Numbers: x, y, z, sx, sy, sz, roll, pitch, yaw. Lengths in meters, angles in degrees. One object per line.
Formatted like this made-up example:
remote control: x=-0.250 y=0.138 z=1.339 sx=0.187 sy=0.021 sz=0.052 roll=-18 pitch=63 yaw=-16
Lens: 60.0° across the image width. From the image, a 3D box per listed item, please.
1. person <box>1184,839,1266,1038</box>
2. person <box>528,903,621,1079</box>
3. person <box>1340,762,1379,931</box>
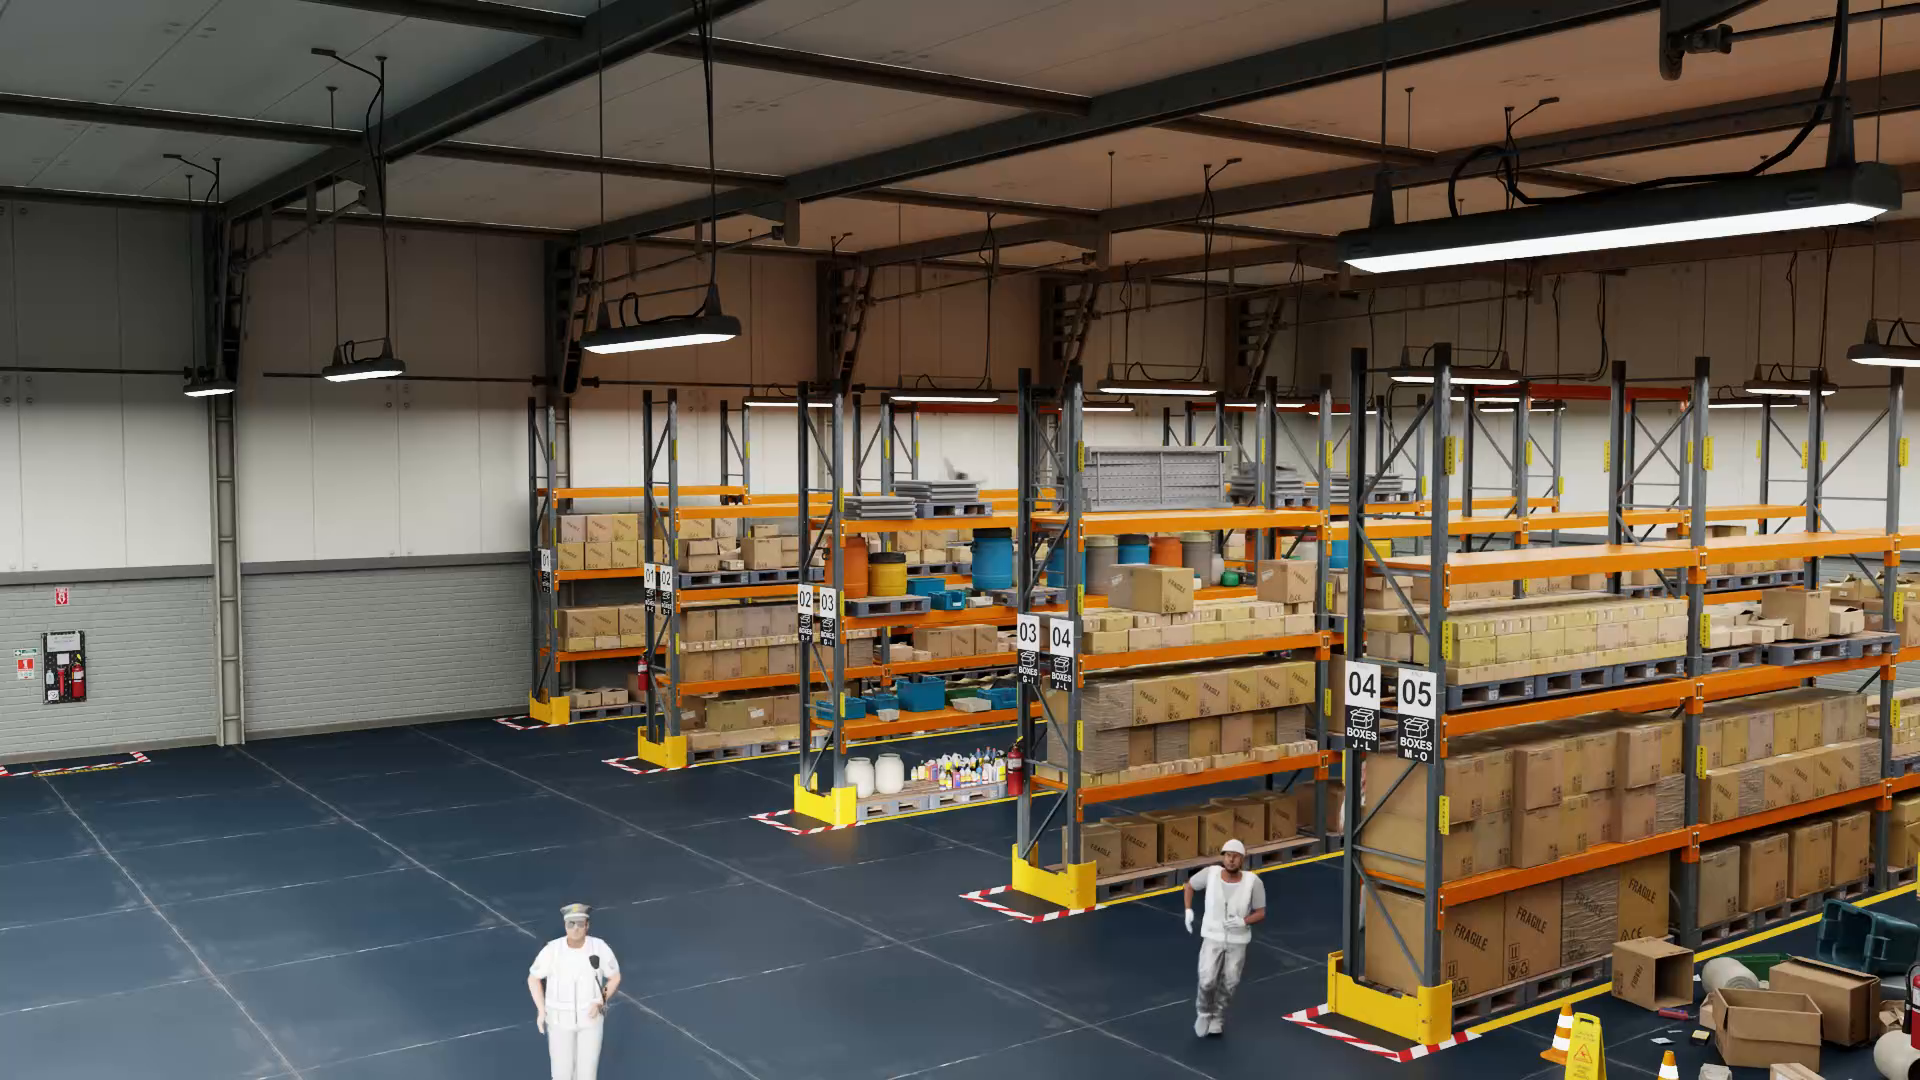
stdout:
person: x=2.281 y=3.442 z=14.317 sx=0.698 sy=1.736 sz=0.599 roll=0 pitch=3 yaw=7
person: x=-2.874 y=3.559 z=12.445 sx=0.679 sy=1.734 sz=0.622 roll=-1 pitch=4 yaw=-16
person: x=4.393 y=3.243 z=17.785 sx=0.718 sy=1.777 sz=0.921 roll=3 pitch=5 yaw=44
